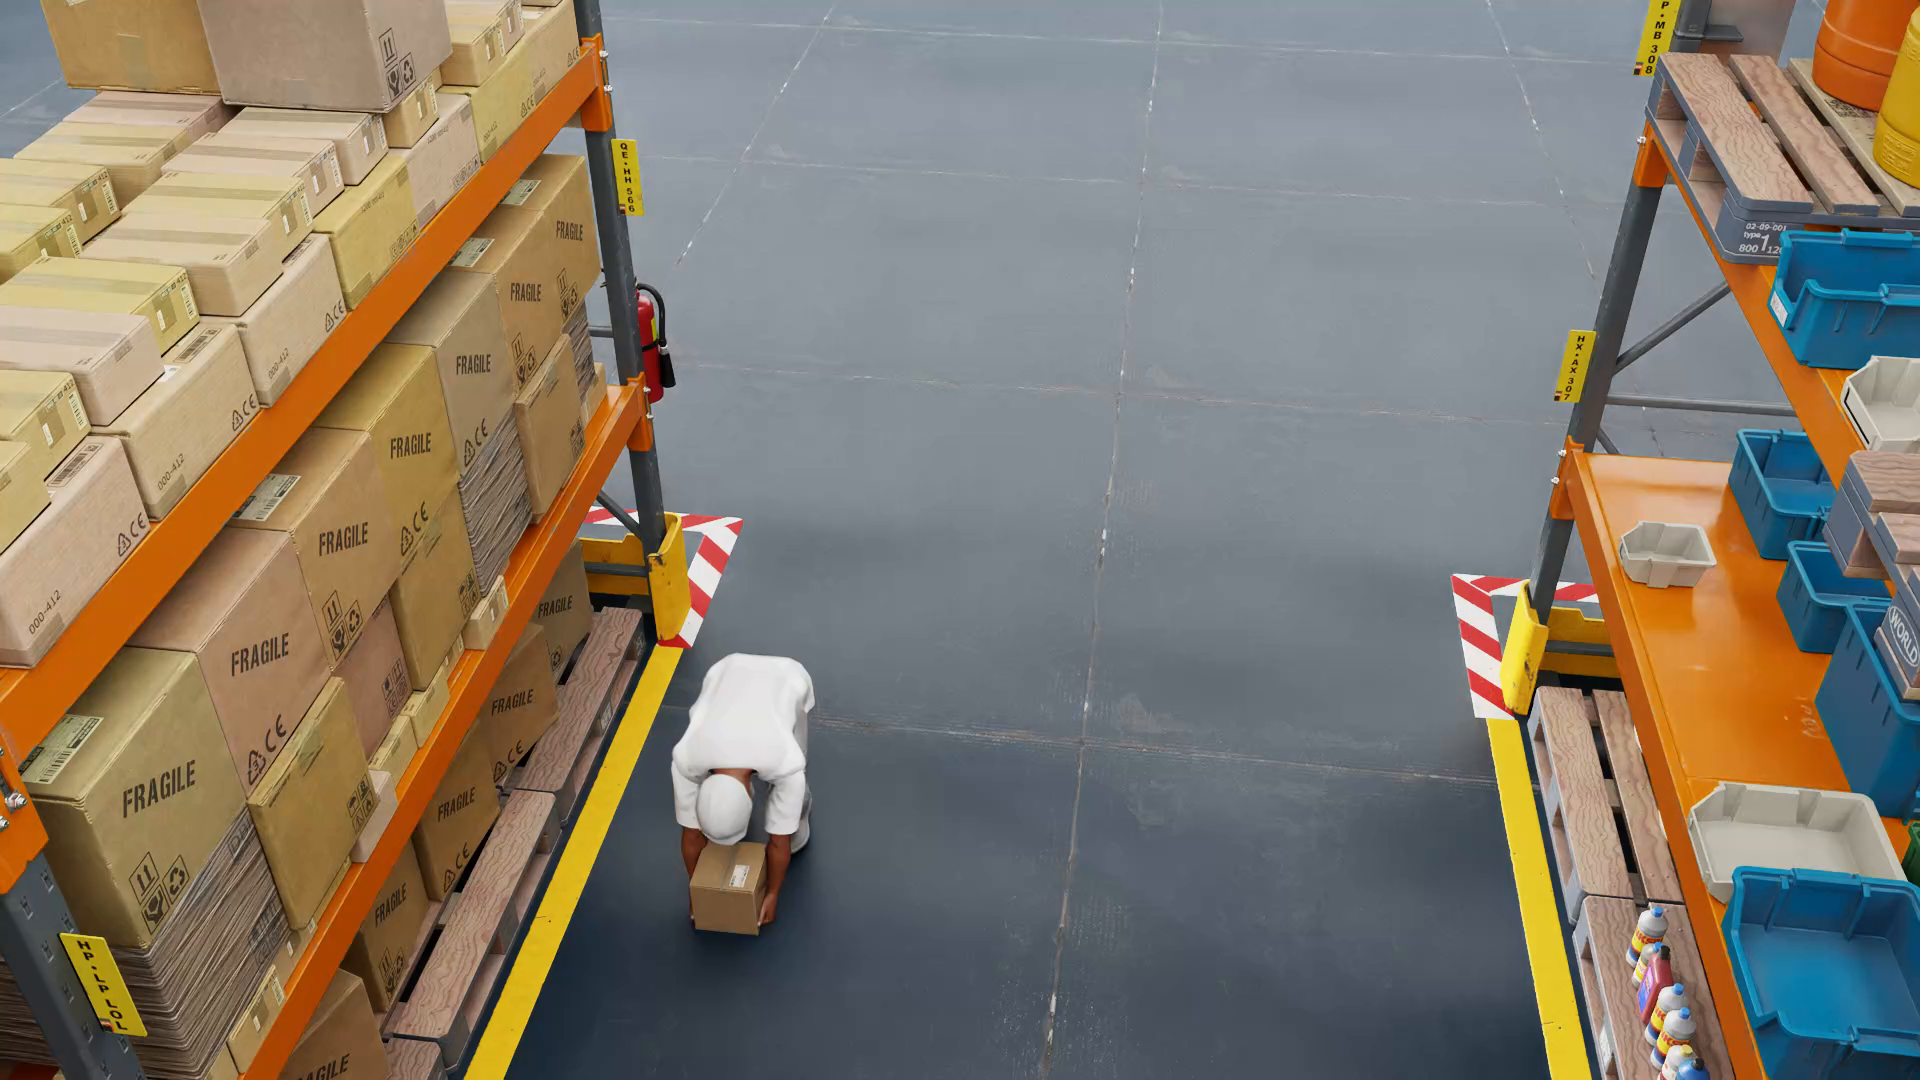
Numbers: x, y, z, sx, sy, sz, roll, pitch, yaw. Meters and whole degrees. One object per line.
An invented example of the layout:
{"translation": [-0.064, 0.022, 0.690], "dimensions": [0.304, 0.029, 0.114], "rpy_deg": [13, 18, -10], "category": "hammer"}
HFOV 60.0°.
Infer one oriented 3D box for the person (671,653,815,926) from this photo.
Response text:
{"translation": [-0.826, 0.959, 6.520], "dimensions": [0.526, 0.838, 0.978], "rpy_deg": [5, 36, 7], "category": "person"}
